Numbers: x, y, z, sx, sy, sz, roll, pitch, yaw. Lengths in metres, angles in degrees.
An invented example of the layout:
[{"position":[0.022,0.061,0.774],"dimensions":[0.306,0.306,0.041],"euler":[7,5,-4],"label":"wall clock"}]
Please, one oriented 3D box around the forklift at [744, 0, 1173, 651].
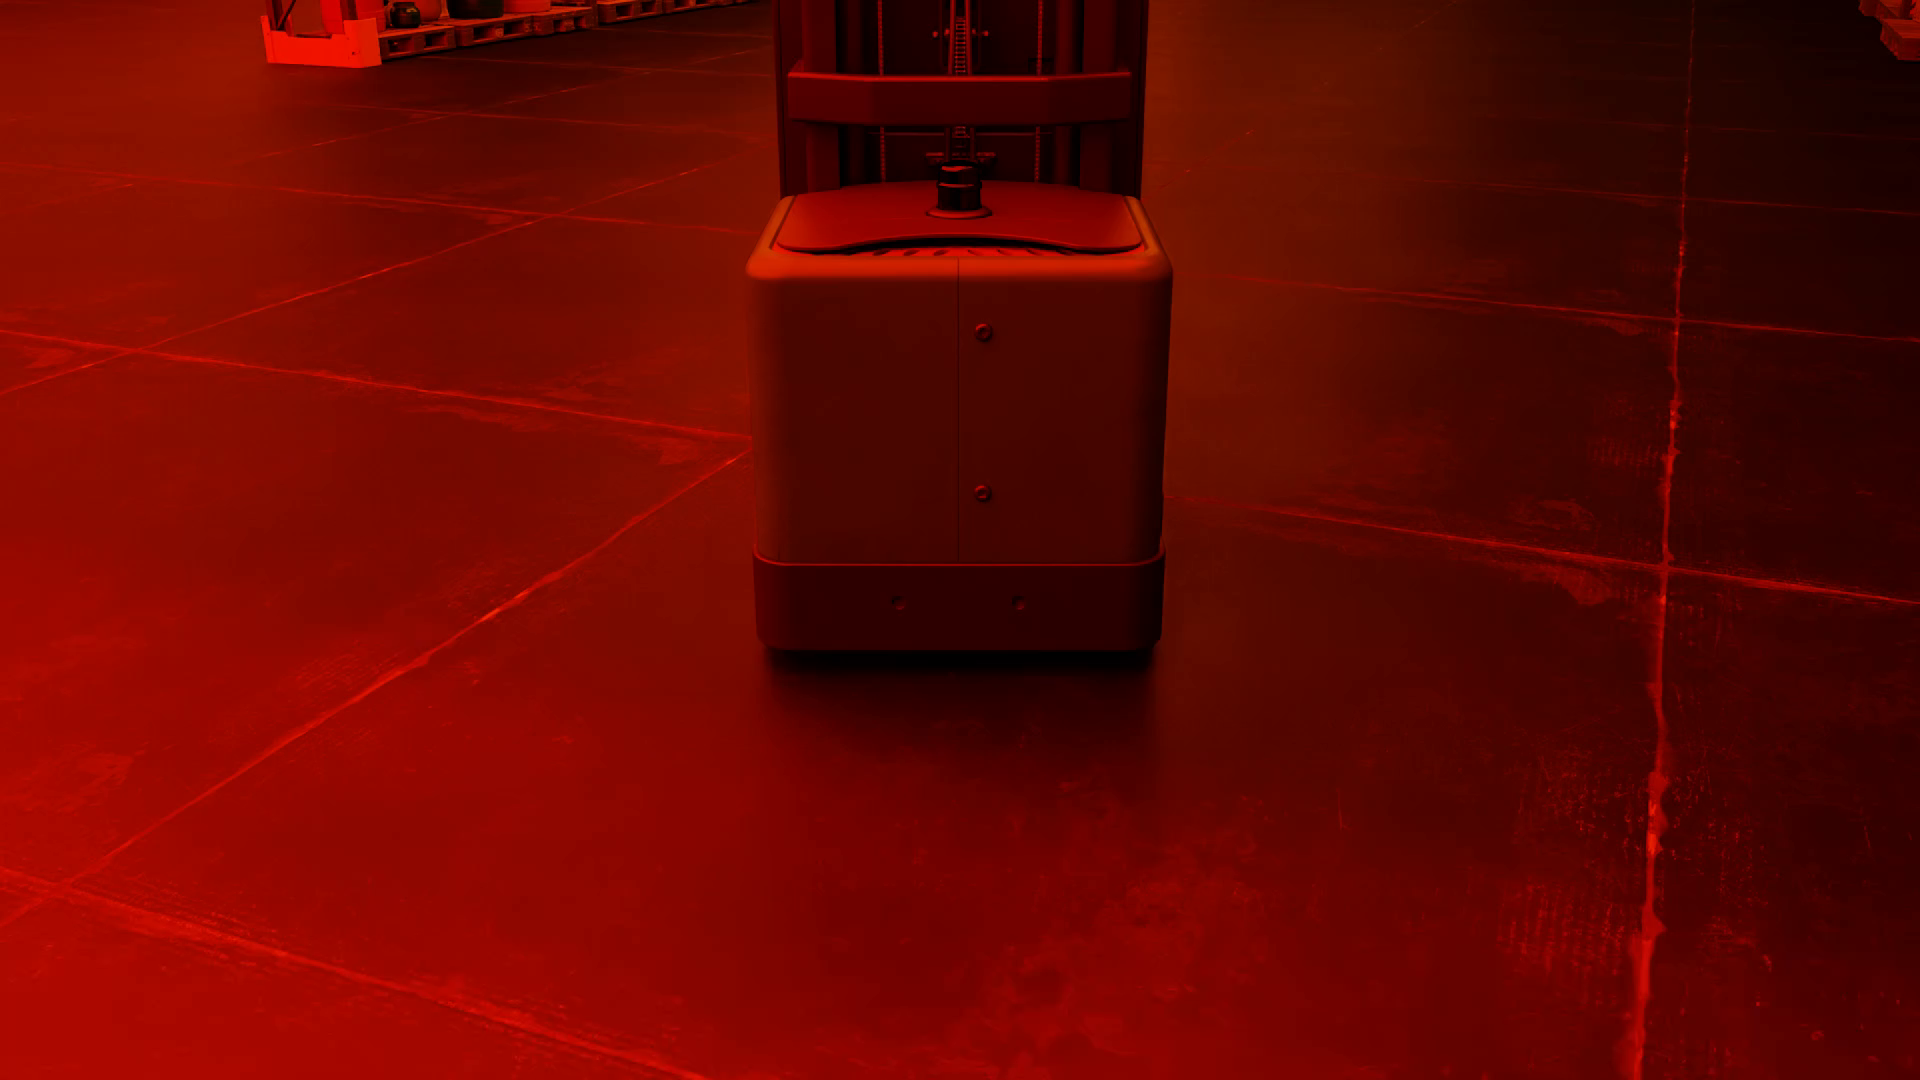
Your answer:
[{"position":[0.002,-1.587,5.089],"dimensions":[1.130,2.935,3.031],"euler":[0,23,0],"label":"forklift"}]
